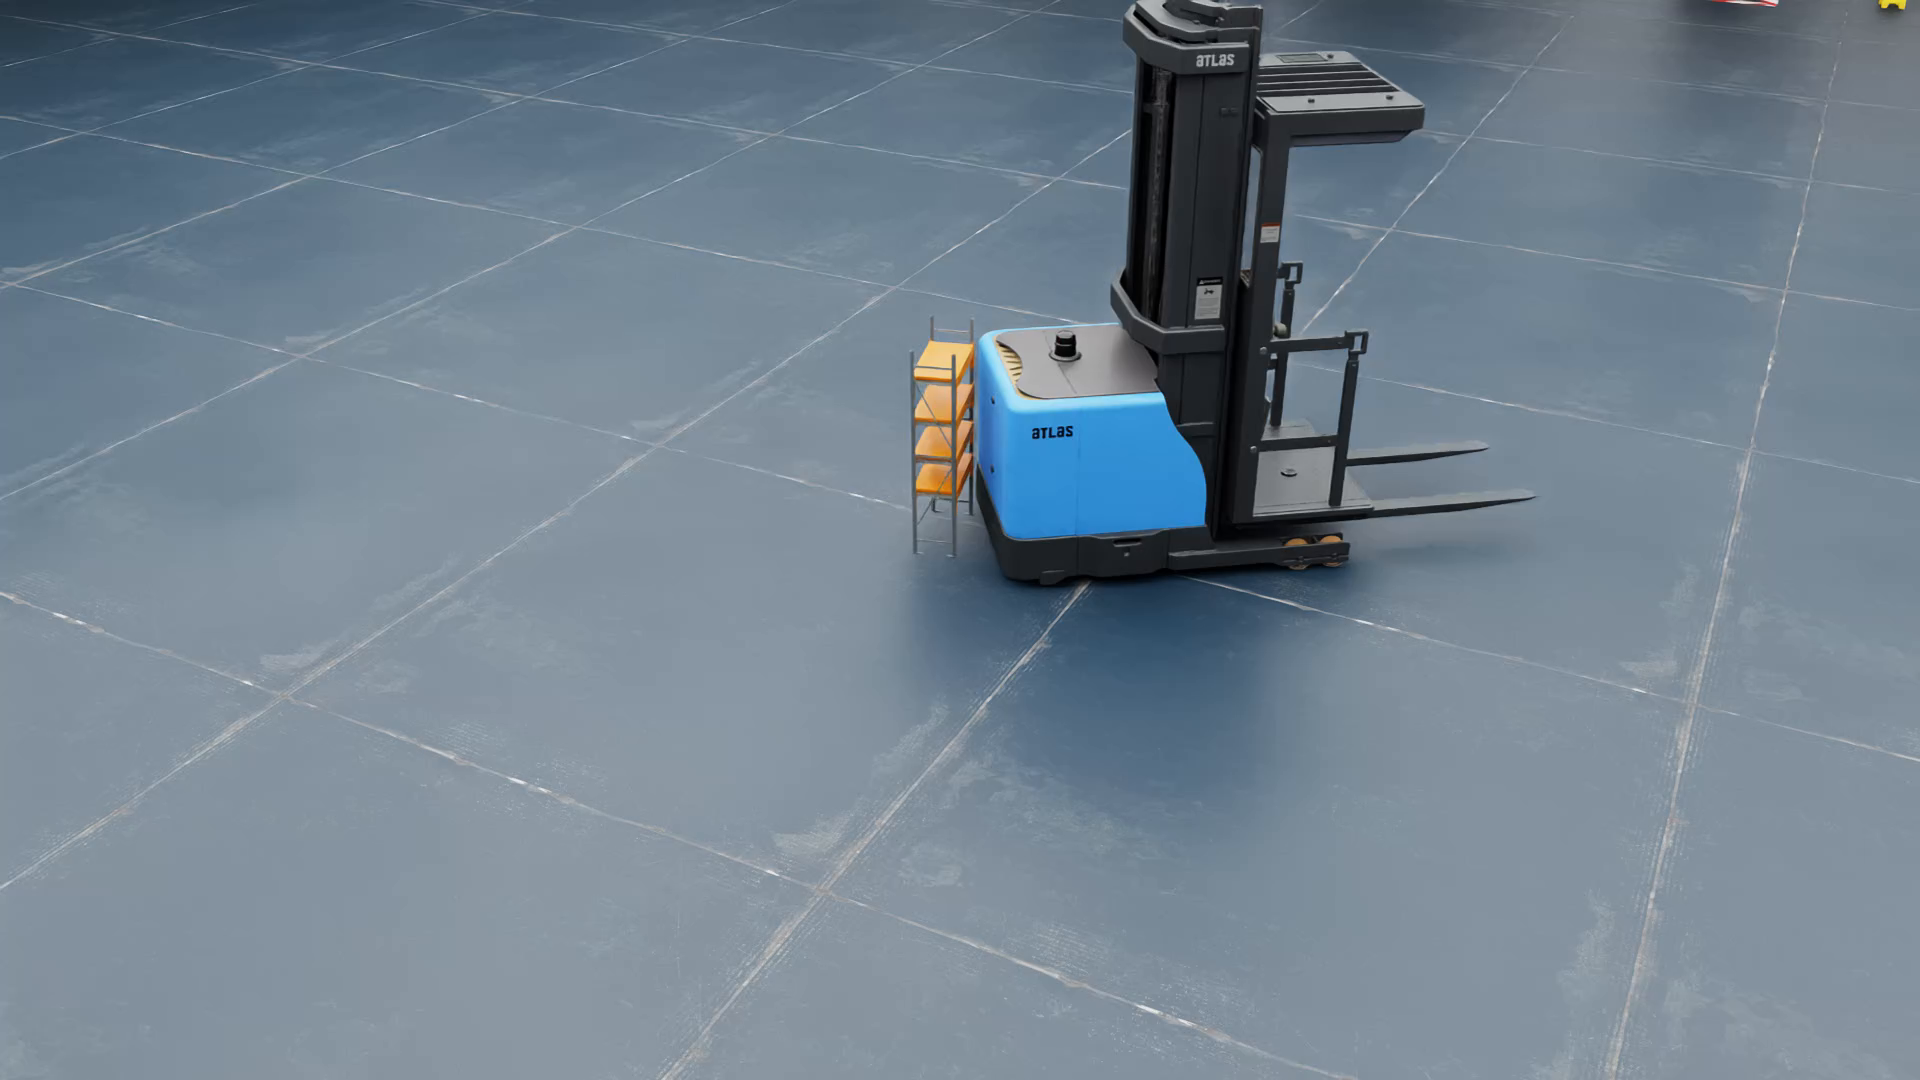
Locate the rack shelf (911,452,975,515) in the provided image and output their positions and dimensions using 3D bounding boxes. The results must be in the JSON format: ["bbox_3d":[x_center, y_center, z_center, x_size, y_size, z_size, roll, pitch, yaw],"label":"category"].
[{"bbox_3d":[-0.092,-0.325,9.145,0.258,0.148,0.480,6,30,10],"label":"rack shelf"}]

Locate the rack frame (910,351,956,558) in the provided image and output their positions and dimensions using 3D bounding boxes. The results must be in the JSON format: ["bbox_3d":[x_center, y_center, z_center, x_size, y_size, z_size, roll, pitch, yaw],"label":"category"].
[{"bbox_3d":[-0.140,-0.437,8.805,0.240,1.200,0.015,6,30,10],"label":"rack frame"}]

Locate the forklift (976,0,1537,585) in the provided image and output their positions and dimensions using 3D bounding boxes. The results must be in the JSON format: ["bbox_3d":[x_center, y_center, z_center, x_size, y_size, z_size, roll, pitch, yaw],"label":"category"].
[{"bbox_3d":[1.654,-1.366,8.685,3.031,2.935,1.130,-5,30,-8],"label":"forklift"}]

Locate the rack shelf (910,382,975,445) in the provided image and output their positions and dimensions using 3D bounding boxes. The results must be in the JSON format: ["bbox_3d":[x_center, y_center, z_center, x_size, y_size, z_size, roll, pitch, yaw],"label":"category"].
[{"bbox_3d":[-0.092,-0.691,8.935,0.258,0.148,0.480,6,30,10],"label":"rack shelf"}]

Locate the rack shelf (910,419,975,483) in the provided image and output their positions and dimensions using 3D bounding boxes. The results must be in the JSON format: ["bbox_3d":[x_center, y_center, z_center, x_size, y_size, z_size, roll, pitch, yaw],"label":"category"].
[{"bbox_3d":[-0.092,-0.497,9.046,0.258,0.148,0.480,6,30,10],"label":"rack shelf"}]

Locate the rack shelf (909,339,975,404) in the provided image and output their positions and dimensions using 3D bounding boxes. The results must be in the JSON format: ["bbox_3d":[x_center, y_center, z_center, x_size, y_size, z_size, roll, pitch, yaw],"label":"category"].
[{"bbox_3d":[-0.092,-0.896,8.817,0.258,0.148,0.480,6,30,10],"label":"rack shelf"}]

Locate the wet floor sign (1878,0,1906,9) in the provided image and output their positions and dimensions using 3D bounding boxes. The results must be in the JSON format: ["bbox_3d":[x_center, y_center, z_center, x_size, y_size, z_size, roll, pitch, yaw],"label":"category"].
[{"bbox_3d":[11.735,-7.003,20.796,0.267,0.644,0.232,9,31,15],"label":"wet floor sign"}]

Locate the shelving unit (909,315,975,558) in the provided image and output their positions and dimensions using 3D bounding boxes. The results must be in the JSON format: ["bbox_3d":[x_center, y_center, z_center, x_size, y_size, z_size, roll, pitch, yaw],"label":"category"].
[{"bbox_3d":[-0.092,-0.556,9.013,0.258,1.200,0.503,6,30,10],"label":"shelving unit"}]

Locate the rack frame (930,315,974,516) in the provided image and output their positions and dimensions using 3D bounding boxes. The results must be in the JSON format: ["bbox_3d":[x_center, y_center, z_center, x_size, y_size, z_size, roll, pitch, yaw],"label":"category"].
[{"bbox_3d":[-0.044,-0.675,9.220,0.240,1.200,0.015,6,30,10],"label":"rack frame"}]
